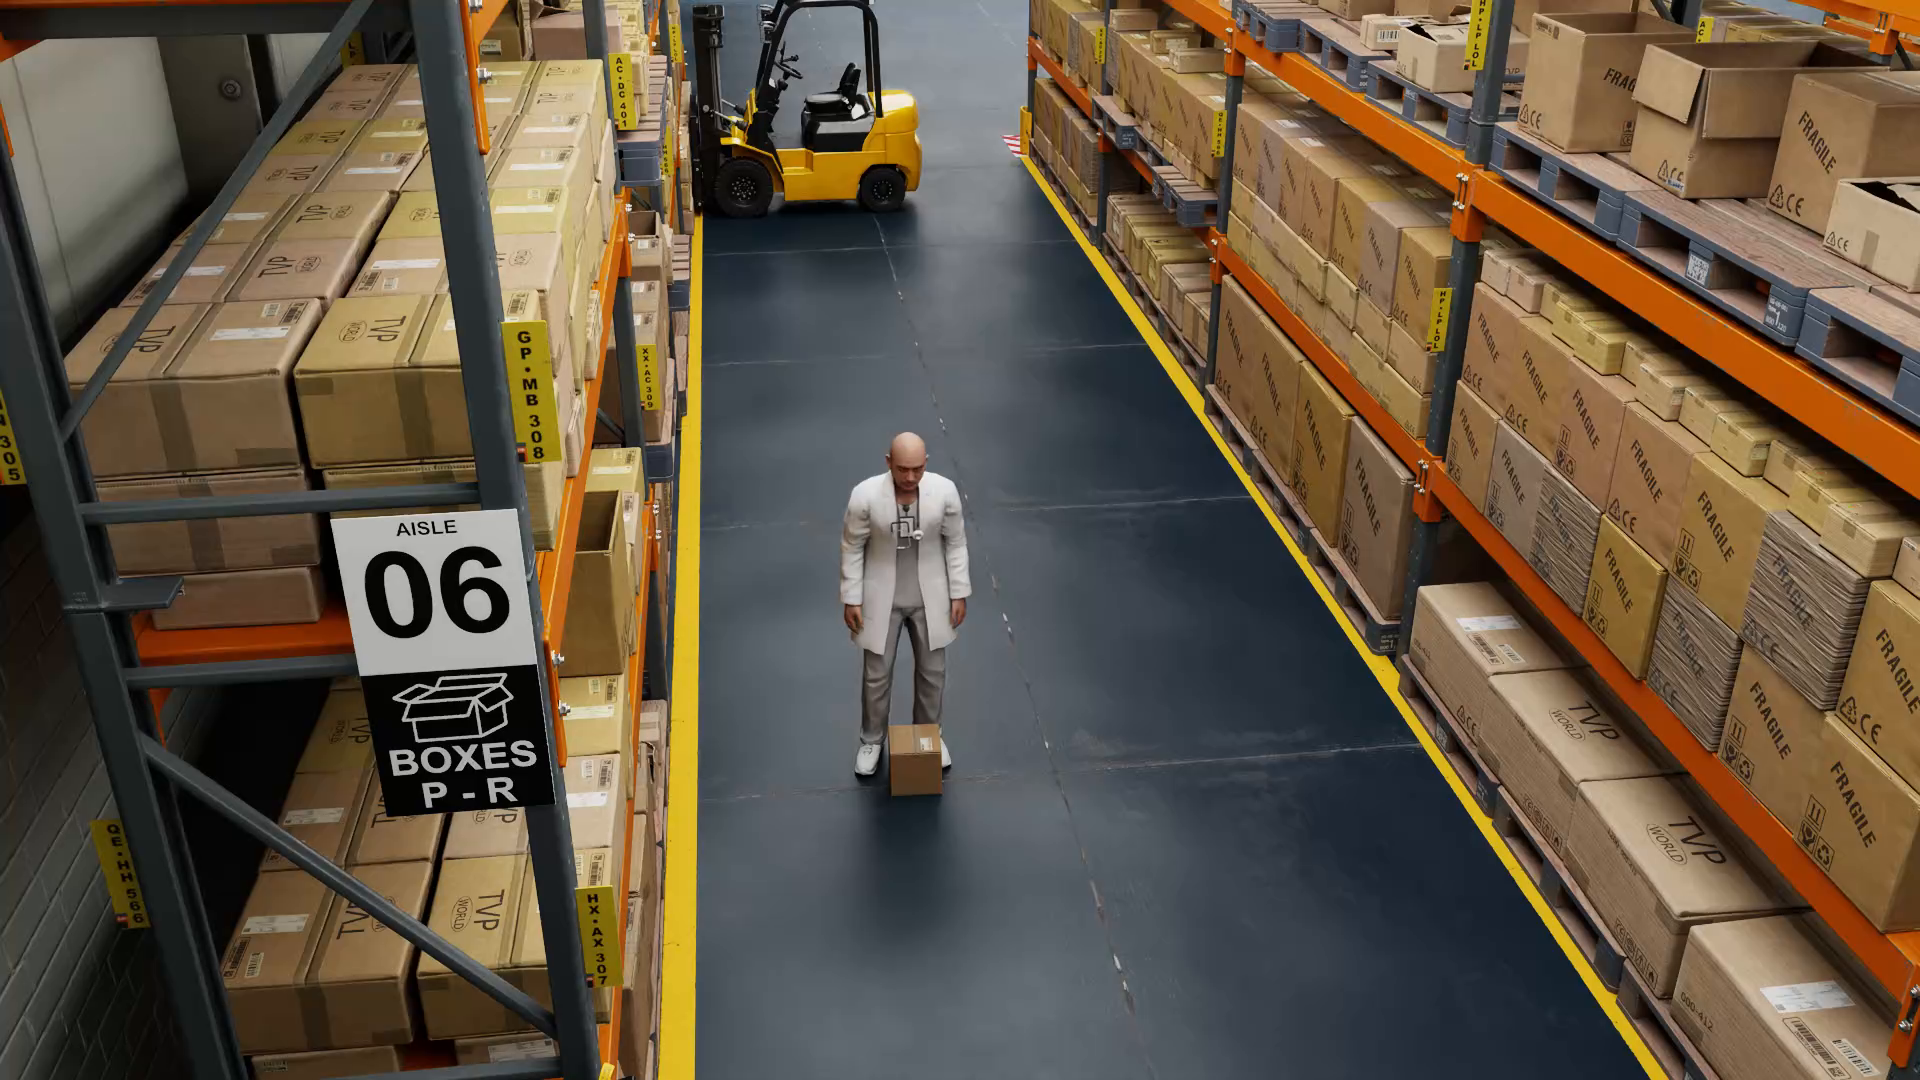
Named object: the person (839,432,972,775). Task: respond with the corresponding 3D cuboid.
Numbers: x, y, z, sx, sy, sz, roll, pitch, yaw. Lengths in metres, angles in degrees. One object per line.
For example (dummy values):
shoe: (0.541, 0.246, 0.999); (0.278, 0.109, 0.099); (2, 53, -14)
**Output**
person: (-0.266, 0.290, 8.059); (0.644, 1.774, 0.425); (-3, 27, -7)
